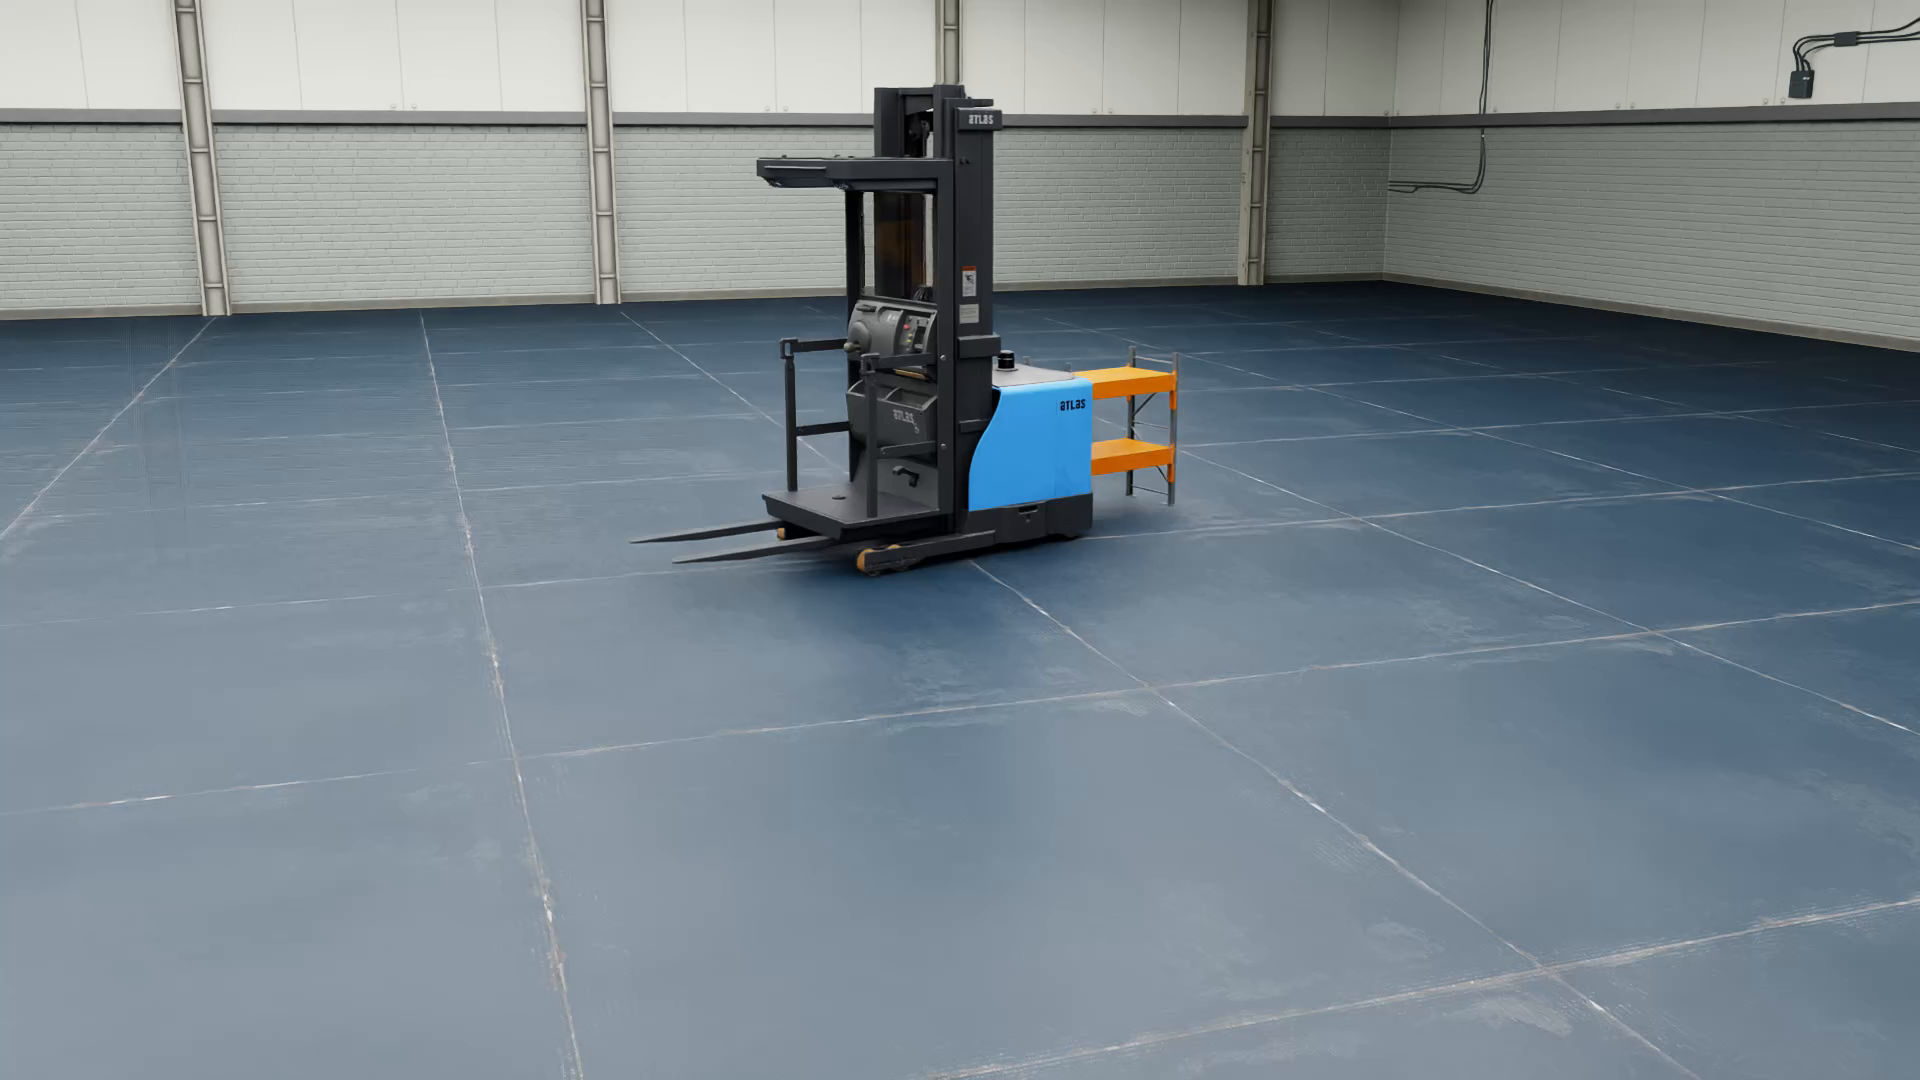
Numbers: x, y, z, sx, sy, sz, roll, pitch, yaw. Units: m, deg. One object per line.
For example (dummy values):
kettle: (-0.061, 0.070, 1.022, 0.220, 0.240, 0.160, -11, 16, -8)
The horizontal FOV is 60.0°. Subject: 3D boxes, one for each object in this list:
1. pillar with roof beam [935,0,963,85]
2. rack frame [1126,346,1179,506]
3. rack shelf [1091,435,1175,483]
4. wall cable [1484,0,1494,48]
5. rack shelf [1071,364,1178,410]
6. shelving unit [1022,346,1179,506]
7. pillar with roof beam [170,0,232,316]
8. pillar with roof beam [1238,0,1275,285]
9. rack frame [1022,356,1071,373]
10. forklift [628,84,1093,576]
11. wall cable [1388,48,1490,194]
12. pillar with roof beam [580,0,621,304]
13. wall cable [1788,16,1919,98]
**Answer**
pillar with roof beam: (1.183, -7.830, 24.617, 0.400, 9.000, 9.100, -4, 14, -18)
rack frame: (1.415, -0.843, 12.256, 0.032, 1.125, 0.500, -10, 17, -35)
rack shelf: (1.007, -0.535, 12.018, 1.000, 0.278, 0.538, -10, 17, -35)
wall cable: (9.574, -9.498, 27.423, 0.112, 2.526, 3.097, -4, 14, -18)
rack shelf: (1.007, -1.058, 11.893, 1.000, 0.278, 0.538, -10, 17, -35)
shelving unit: (1.007, -0.773, 11.961, 1.048, 1.125, 0.538, -10, 17, -35)
pillar with roof beam: (-10.190, -6.945, 20.893, 0.400, 9.000, 9.100, -4, 14, -18)
pillar with roof beam: (6.870, -8.273, 26.478, 0.400, 9.000, 9.100, -4, 14, -18)
rack frame: (0.599, -0.703, 11.666, 0.032, 1.125, 0.500, -10, 17, -35)
forklift: (-0.603, -1.344, 10.458, 3.031, 2.935, 1.130, -9, 16, -34)
wall cable: (8.711, -7.634, 30.502, 0.112, 2.526, 3.097, -4, 14, -18)
pillar with roof beam: (-4.503, -7.388, 22.755, 0.400, 9.000, 9.100, -4, 14, -18)
wall cable: (11.724, -8.716, 20.991, 0.169, 6.003, 2.305, -4, 14, -18)
